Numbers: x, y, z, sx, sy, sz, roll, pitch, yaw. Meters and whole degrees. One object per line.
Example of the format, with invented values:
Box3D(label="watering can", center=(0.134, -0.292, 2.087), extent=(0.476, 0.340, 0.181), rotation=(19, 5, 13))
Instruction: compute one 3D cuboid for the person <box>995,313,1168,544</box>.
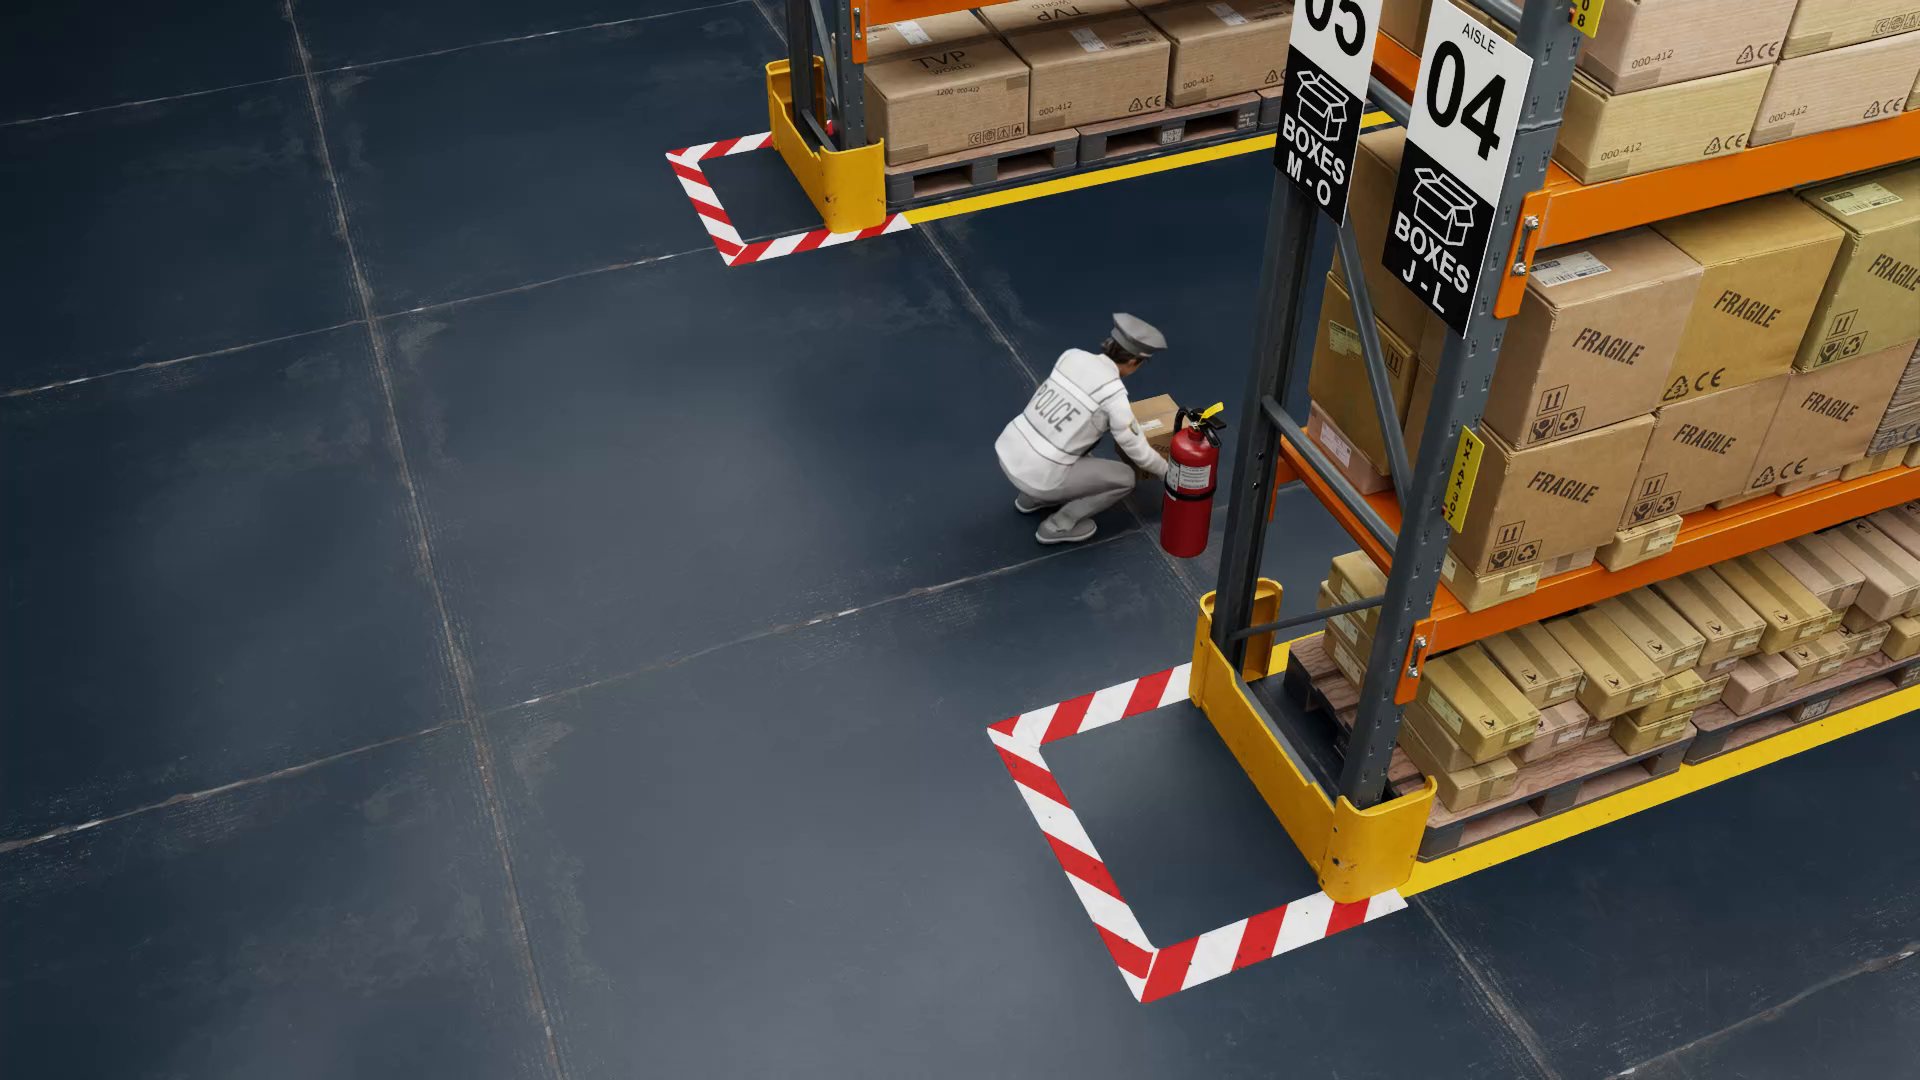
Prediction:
Box3D(label="person", center=(0.562, -0.482, 7.229), extent=(0.827, 0.967, 0.497), rotation=(-16, 44, -17))
